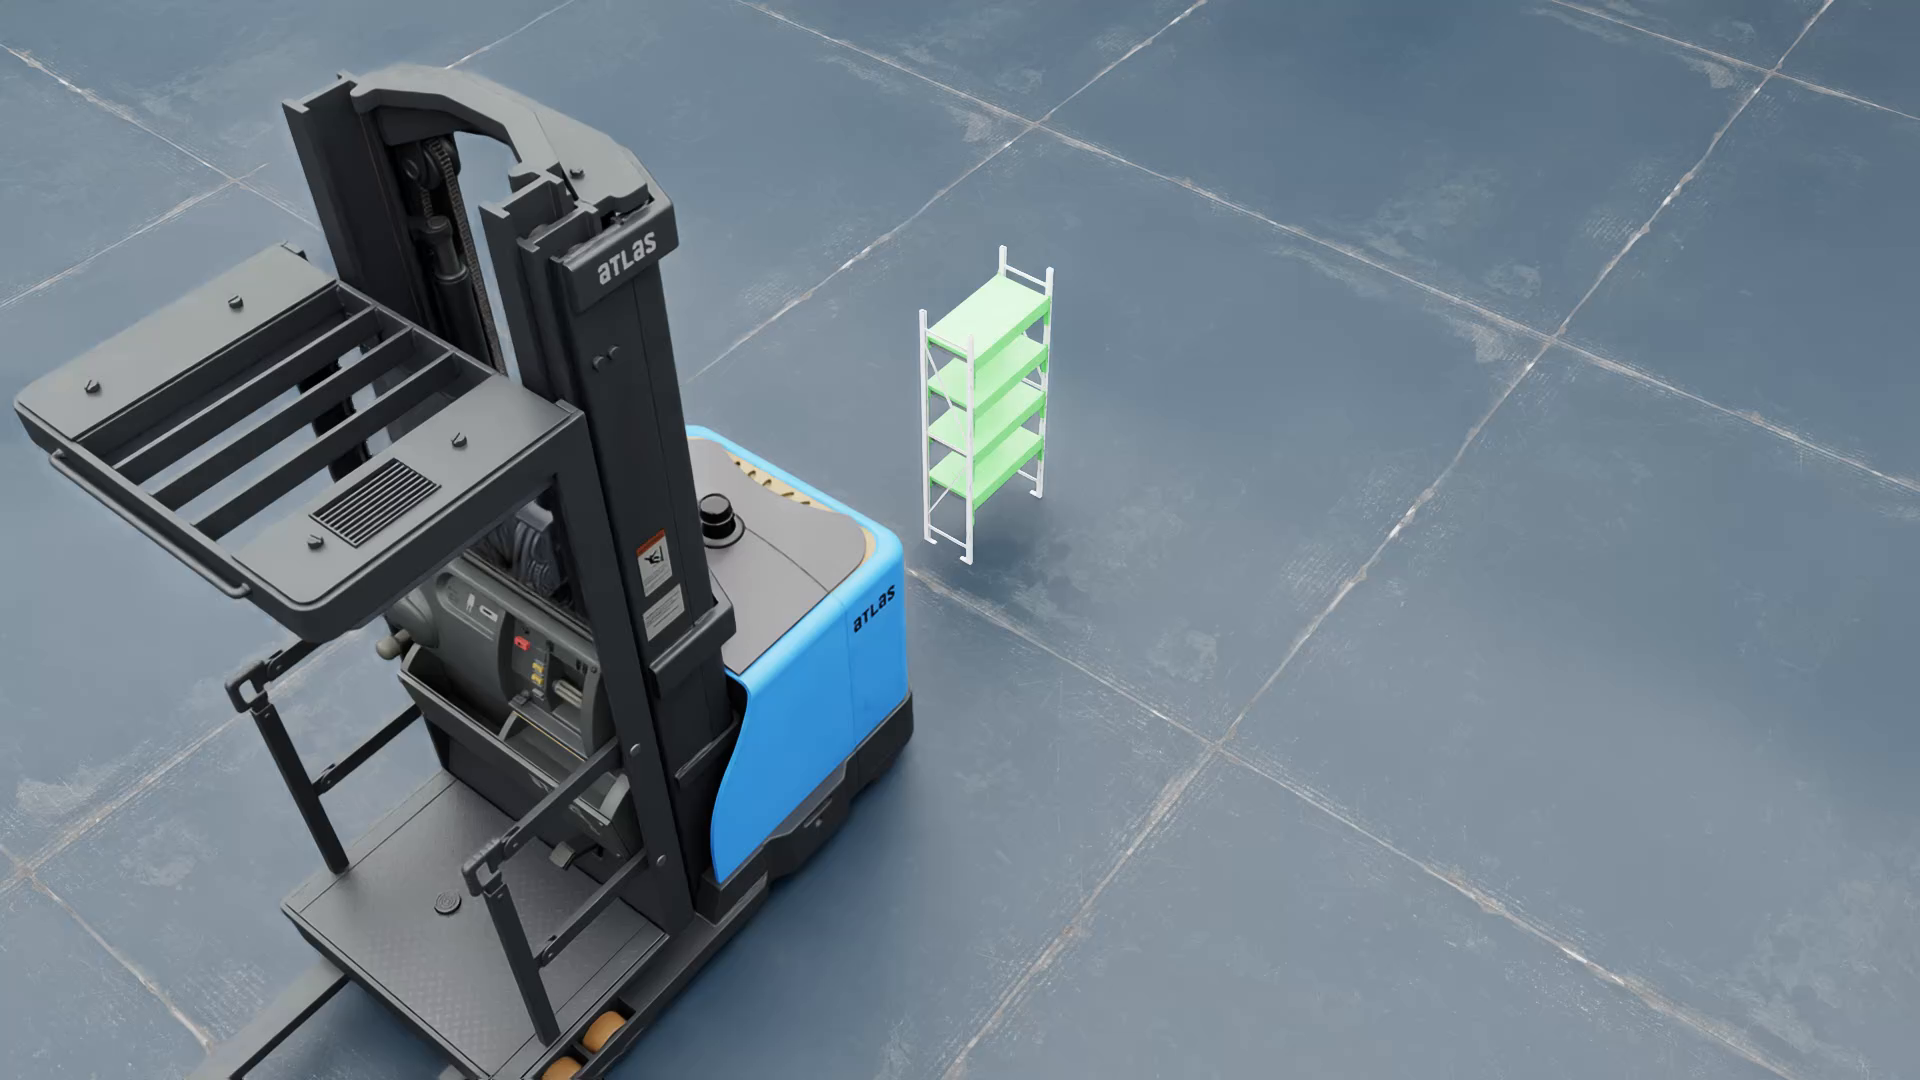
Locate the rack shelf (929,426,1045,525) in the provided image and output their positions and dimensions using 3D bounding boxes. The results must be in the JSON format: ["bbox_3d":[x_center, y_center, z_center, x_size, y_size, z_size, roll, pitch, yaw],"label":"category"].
[{"bbox_3d":[0.101,-0.299,6.791,0.258,0.148,0.480,29,53,25],"label":"rack shelf"}]

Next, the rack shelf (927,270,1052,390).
[{"bbox_3d":[0.101,-0.797,6.270,0.258,0.148,0.480,29,53,25],"label":"rack shelf"}]

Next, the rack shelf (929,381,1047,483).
[{"bbox_3d":[0.101,-0.465,6.618,0.258,0.148,0.480,29,53,25],"label":"rack shelf"}]

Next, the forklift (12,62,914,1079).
[{"bbox_3d":[-1.463,0.361,4.543,1.130,2.935,3.031,29,53,25],"label":"forklift"}]

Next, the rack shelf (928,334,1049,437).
[{"bbox_3d":[0.101,-0.631,6.444,0.258,0.148,0.480,29,53,25],"label":"rack shelf"}]

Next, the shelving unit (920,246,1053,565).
[{"bbox_3d":[0.101,-0.509,6.571,0.258,1.200,0.503,29,53,25],"label":"shelving unit"}]

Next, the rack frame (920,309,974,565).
[{"bbox_3d":[-0.048,-0.370,6.438,0.240,1.200,0.015,29,53,25],"label":"rack frame"}]

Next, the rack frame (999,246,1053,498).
[{"bbox_3d":[0.250,-0.649,6.705,0.240,1.200,0.015,29,53,25],"label":"rack frame"}]
